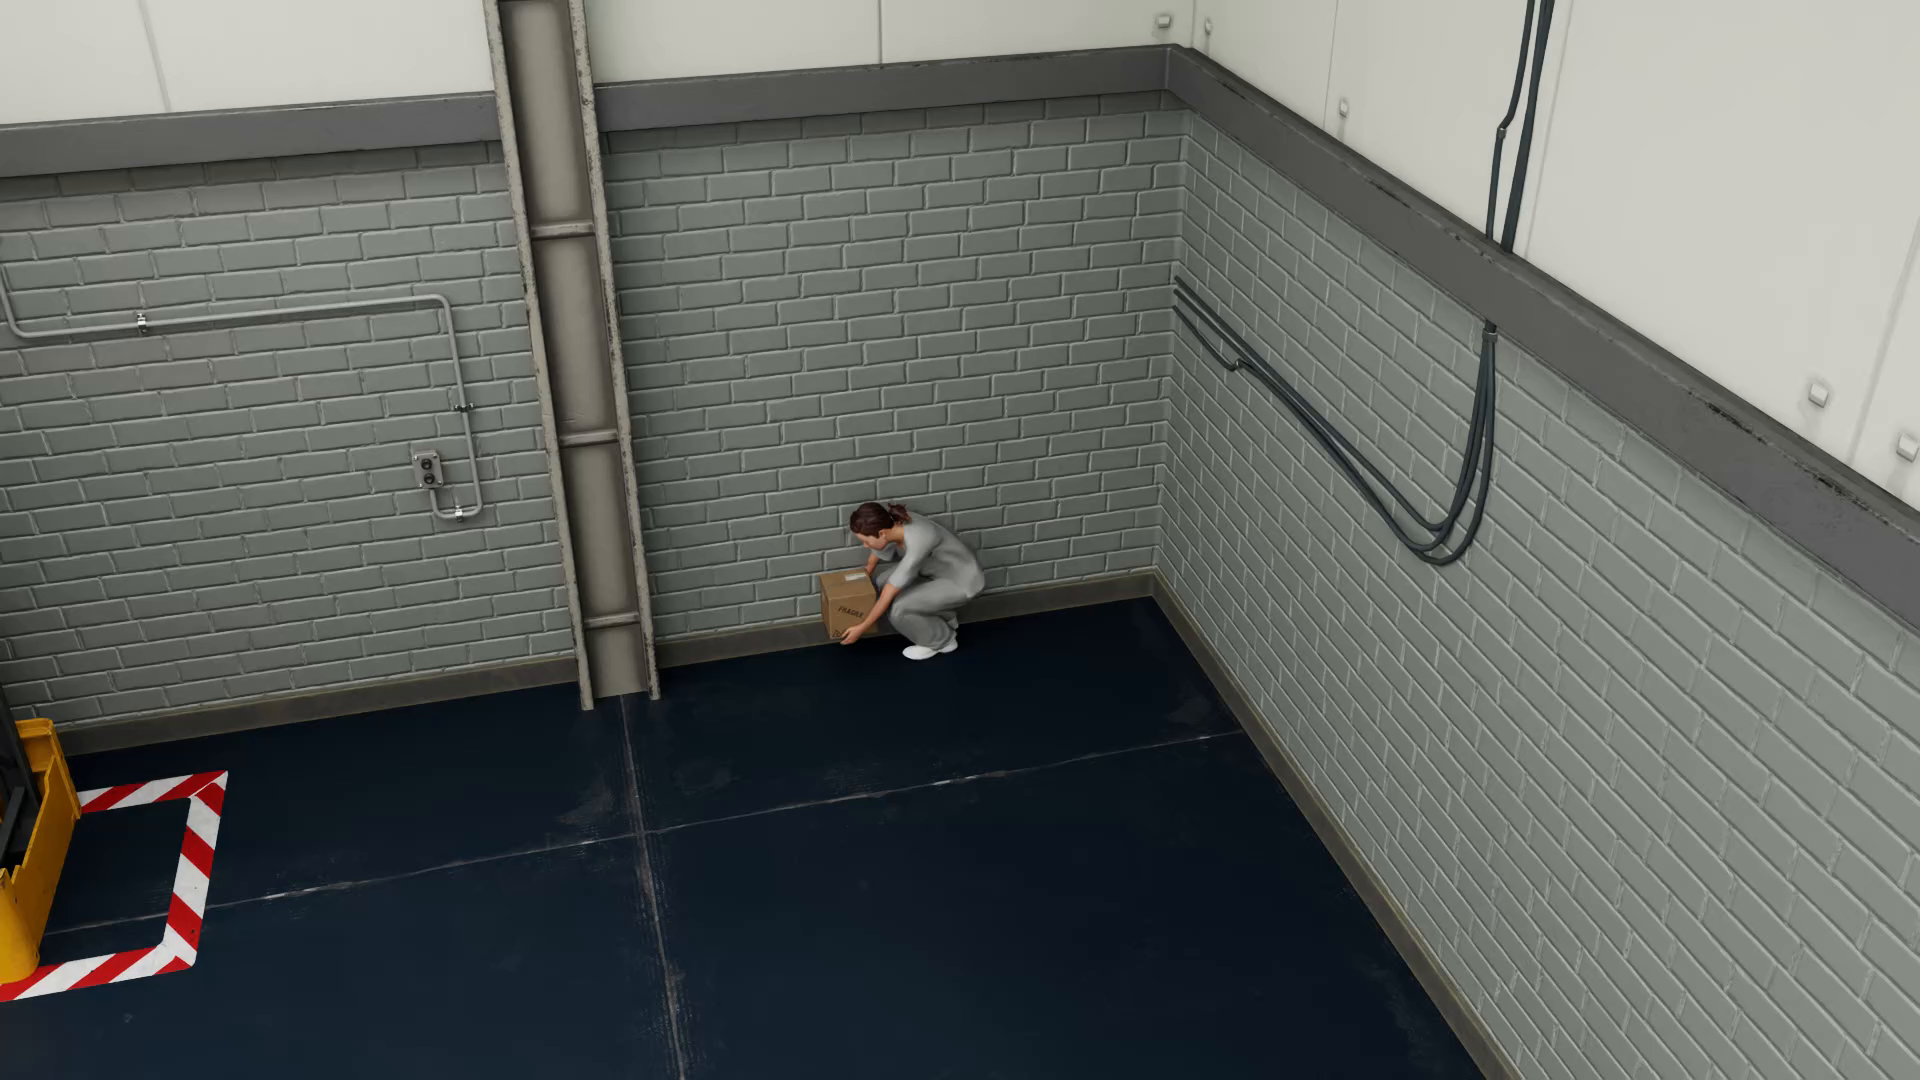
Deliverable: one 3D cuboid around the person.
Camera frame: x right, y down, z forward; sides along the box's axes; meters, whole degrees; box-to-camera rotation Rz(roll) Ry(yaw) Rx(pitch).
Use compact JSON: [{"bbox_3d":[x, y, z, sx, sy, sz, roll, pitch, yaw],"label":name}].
[{"bbox_3d":[-0.265,0.171,8.686,0.806,0.933,0.480,-8,31,-13],"label":"person"}]
